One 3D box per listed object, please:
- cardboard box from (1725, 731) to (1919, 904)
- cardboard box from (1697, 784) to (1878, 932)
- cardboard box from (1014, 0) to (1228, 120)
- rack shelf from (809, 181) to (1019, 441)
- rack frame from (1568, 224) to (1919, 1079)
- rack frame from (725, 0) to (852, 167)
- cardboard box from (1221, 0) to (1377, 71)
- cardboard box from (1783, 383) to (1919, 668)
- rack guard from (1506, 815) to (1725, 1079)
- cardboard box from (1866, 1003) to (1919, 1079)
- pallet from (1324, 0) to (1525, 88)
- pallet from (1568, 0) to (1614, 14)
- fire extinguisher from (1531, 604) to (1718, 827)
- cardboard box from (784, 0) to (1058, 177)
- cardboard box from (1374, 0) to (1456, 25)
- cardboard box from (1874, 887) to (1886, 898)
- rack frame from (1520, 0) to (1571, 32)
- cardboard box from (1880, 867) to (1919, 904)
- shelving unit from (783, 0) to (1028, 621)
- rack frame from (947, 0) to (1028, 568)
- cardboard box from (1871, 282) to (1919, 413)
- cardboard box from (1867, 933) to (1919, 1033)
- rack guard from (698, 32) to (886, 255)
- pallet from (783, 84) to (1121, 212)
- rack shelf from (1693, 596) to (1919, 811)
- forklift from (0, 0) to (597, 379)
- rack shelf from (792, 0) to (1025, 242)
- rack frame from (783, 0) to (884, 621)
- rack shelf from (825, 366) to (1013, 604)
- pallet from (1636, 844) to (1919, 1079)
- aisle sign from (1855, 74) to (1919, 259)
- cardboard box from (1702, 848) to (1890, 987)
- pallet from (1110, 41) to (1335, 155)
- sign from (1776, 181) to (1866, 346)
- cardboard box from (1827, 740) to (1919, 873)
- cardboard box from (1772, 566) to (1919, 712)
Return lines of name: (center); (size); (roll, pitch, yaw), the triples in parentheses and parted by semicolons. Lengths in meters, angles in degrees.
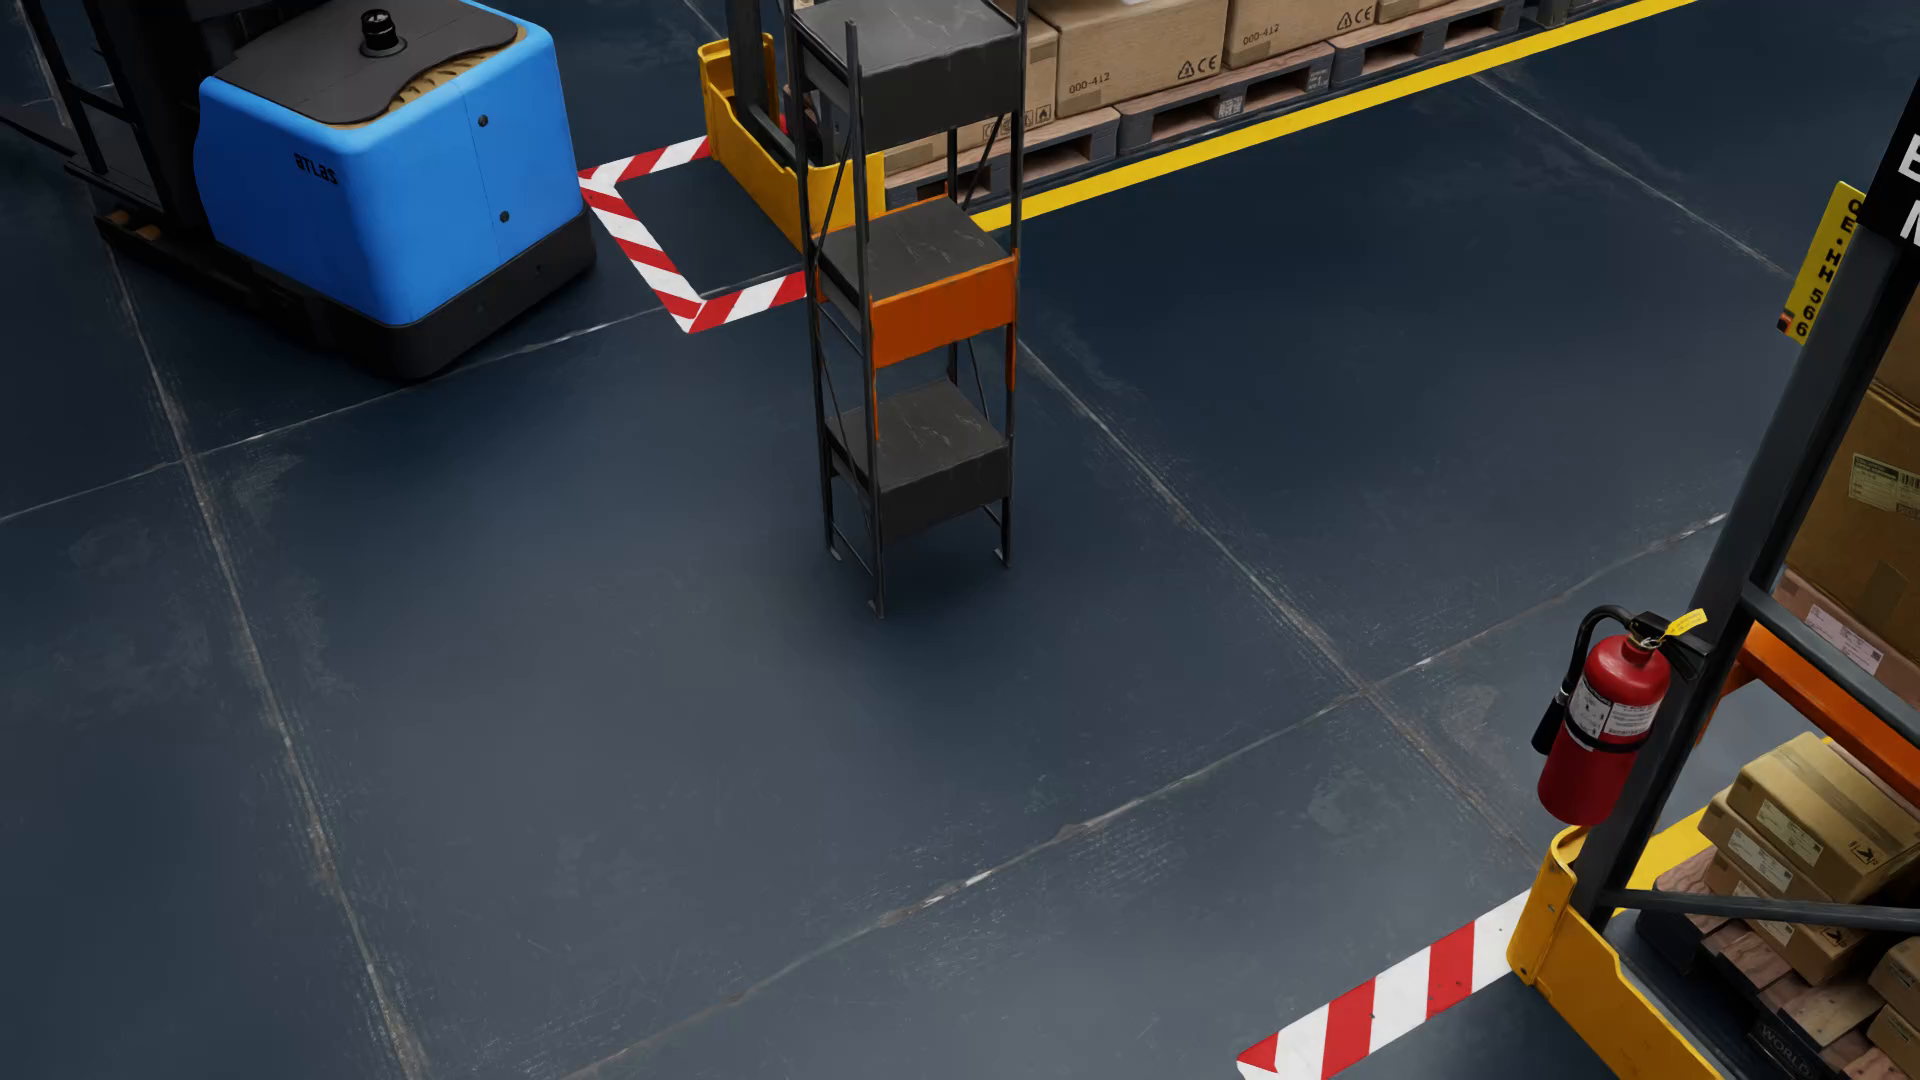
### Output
cardboard box: (2.184, 0.699, 4.194); (0.250, 0.149, 0.380); (-21, 48, -20)
cardboard box: (2.167, 0.787, 4.317); (0.250, 0.149, 0.380); (-23, 49, -22)
cardboard box: (0.609, -2.421, 7.629); (0.875, 0.438, 0.875); (-21, 48, -20)
rack shelf: (-0.144, -0.686, 4.969); (0.480, 0.518, 0.431); (-22, 48, -21)
rack frame: (1.851, 0.377, 3.208); (0.127, 3.000, 1.000); (-22, 48, -21)
rack frame: (-0.703, -2.577, 6.252); (0.127, 3.000, 1.000); (-22, 48, -21)
cardboard box: (1.392, -2.732, 7.950); (0.875, 0.438, 0.875); (-23, 49, -22)
cardboard box: (2.113, -0.077, 3.390); (0.500, 0.500, 0.500); (-21, 48, -20)
rack guard: (1.917, 1.247, 4.106); (0.348, 0.500, 1.175); (-22, 48, -21)
cardboard box: (2.465, 1.261, 4.043); (0.250, 0.149, 0.380); (-21, 48, -20)
pallet: (2.067, -2.748, 8.430); (1.213, 0.211, 1.003); (-22, 48, -21)
pallet: (3.397, -3.278, 8.976); (1.213, 0.211, 1.003); (-22, 48, -21)
fire extinguisher: (1.403, 0.347, 3.562); (0.183, 0.674, 0.296); (-22, 48, -21)
cardboard box: (-0.180, -2.098, 7.296); (0.875, 0.438, 0.875); (-23, 49, -22)
cardboard box: (2.168, -3.043, 8.270); (0.875, 0.438, 0.875); (-22, 48, -21)
cardboard box: (2.376, 0.790, 4.528); (0.250, 0.149, 0.380); (-20, 48, -20)
rack frame: (2.766, -3.965, 7.682); (0.127, 3.000, 1.000); (-22, 48, -21)
cardboard box: (2.420, 0.729, 4.377); (0.250, 0.149, 0.380); (-23, 49, -22)
shelving unit: (-0.144, -0.696, 4.960); (0.503, 2.100, 0.431); (-22, 48, -21)
rack frame: (0.068, -0.781, 5.047); (0.015, 2.100, 0.400); (-22, 48, -21)
cardboard box: (2.124, -0.434, 3.040); (0.500, 0.500, 0.500); (-23, 49, -22)
cardboard box: (2.433, 1.116, 3.979); (0.250, 0.149, 0.380); (-20, 48, -19)
rack guard: (-0.723, -1.672, 7.114); (0.348, 0.500, 1.175); (-22, 48, -21)
pallet: (-0.048, -1.901, 7.558); (1.213, 0.211, 1.003); (-22, 48, -21)
rack shelf: (3.585, -0.059, 4.174); (4.000, 0.370, 1.077); (-22, 48, -21)
forklift: (-3.002, -2.473, 6.194); (3.031, 2.935, 1.130); (25, 50, 24)
rack shelf: (-0.144, -1.189, 4.482); (0.480, 0.518, 0.431); (-22, 48, -21)
rack frame: (-0.355, -0.611, 4.872); (0.015, 2.100, 0.400); (-22, 48, -21)
rack shelf: (-0.144, -0.184, 5.457); (0.480, 0.518, 0.431); (-22, 48, -21)
pallet: (2.639, 1.090, 4.475); (1.213, 0.211, 1.003); (-22, 48, -21)
aisle sign: (1.638, -0.712, 2.463); (0.004, 0.787, 0.394); (-22, 48, -21)
cardboard box: (2.204, 0.940, 4.373); (0.250, 0.149, 0.380); (-21, 48, -20)
pallet: (1.008, -2.322, 7.991); (1.213, 0.211, 1.003); (-22, 48, -21)
sign: (1.592, -0.494, 3.047); (0.005, 0.325, 0.100); (-22, 48, -21)
cardboard box: (2.430, 0.646, 4.249); (0.250, 0.149, 0.380); (-21, 48, -20)
cardboard box: (1.993, 0.183, 3.588); (0.250, 0.149, 0.380); (-22, 48, -21)
